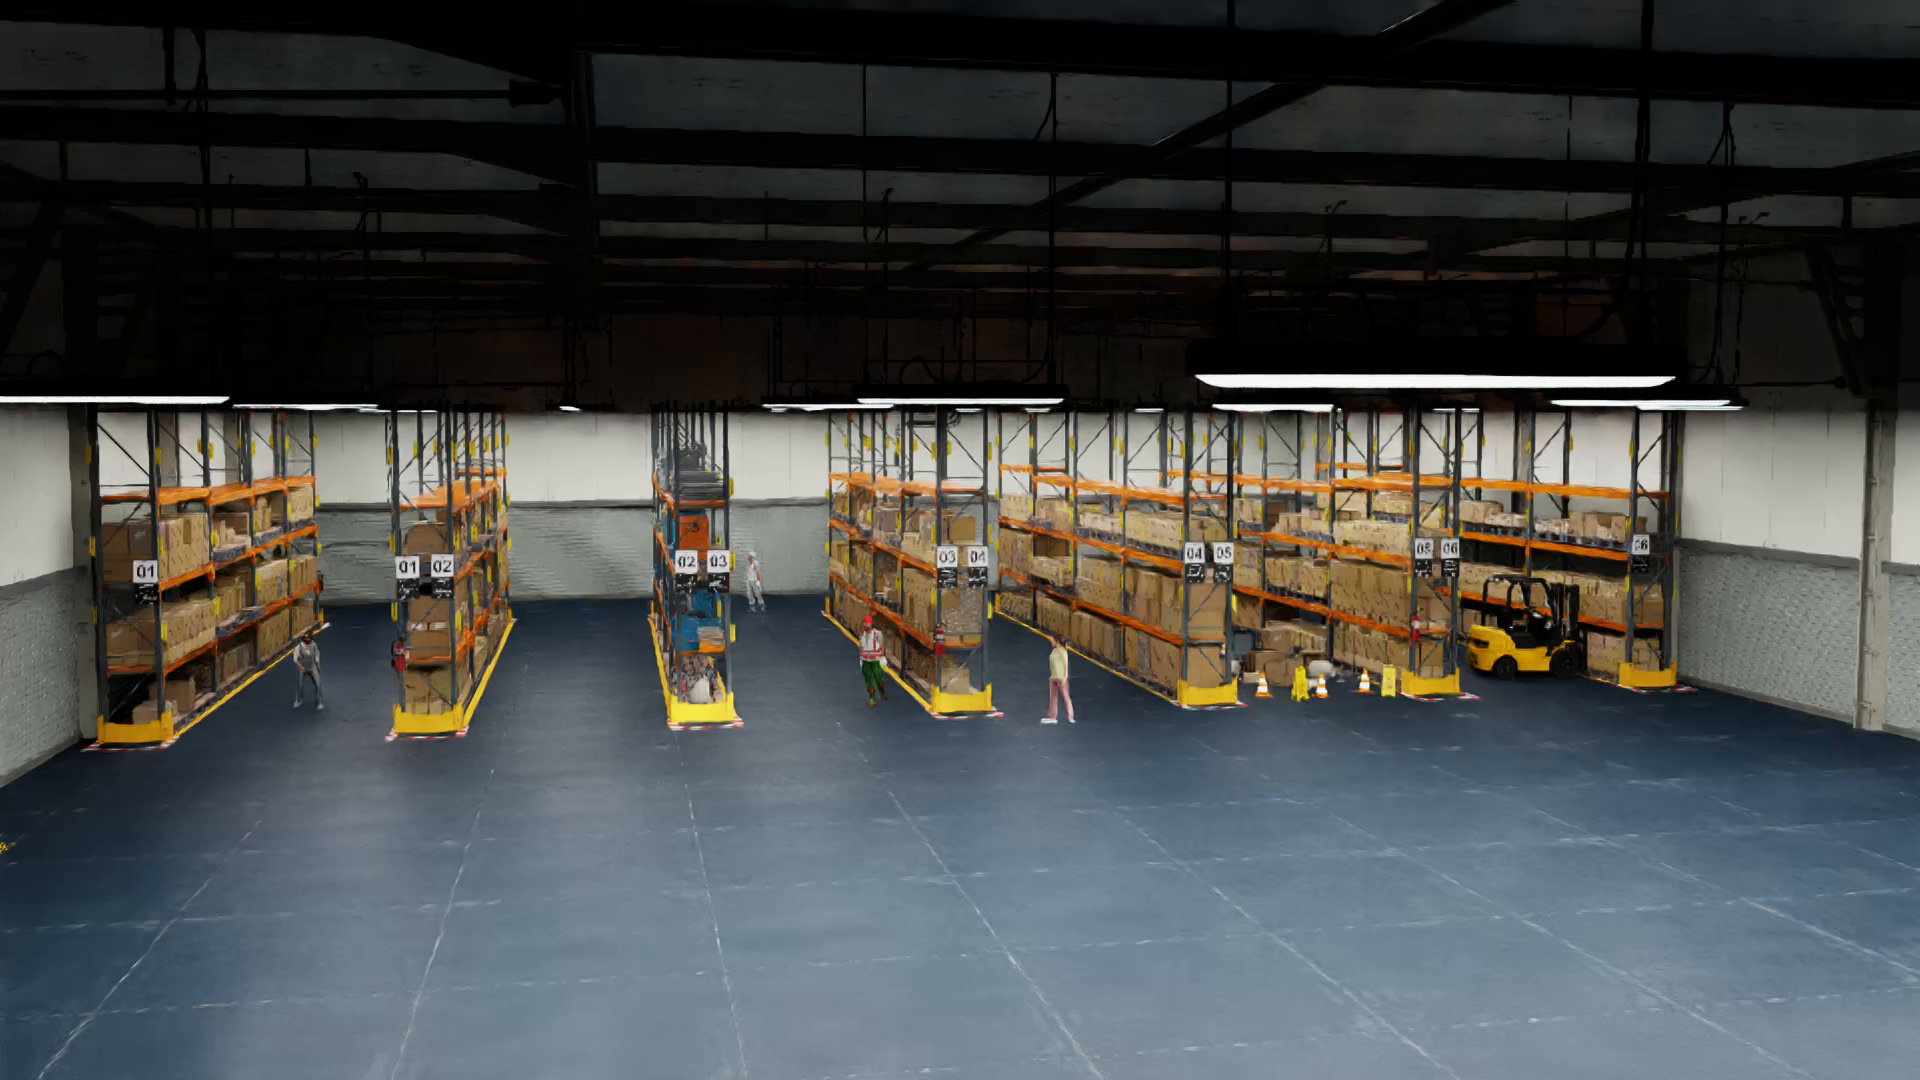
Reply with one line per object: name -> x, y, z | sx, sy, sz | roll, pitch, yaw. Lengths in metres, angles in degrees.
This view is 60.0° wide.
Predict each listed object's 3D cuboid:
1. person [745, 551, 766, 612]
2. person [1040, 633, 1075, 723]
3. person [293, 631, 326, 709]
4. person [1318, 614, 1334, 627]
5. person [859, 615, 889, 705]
person -> -5.939, 1.211, 48.228 | 0.542, 1.782, 0.643 | -4, 6, -40
person -> 1.855, 2.568, 30.863 | 0.552, 1.673, 0.584 | -3, 5, -33
person -> -12.705, 2.508, 32.382 | 0.562, 1.527, 0.782 | -2, 5, -29
person -> 9.795, 1.552, 44.676 | 0.511, 1.594, 0.482 | 1, 4, 17
person -> -1.708, 2.361, 32.882 | 0.589, 1.779, 0.577 | 2, 5, 24
